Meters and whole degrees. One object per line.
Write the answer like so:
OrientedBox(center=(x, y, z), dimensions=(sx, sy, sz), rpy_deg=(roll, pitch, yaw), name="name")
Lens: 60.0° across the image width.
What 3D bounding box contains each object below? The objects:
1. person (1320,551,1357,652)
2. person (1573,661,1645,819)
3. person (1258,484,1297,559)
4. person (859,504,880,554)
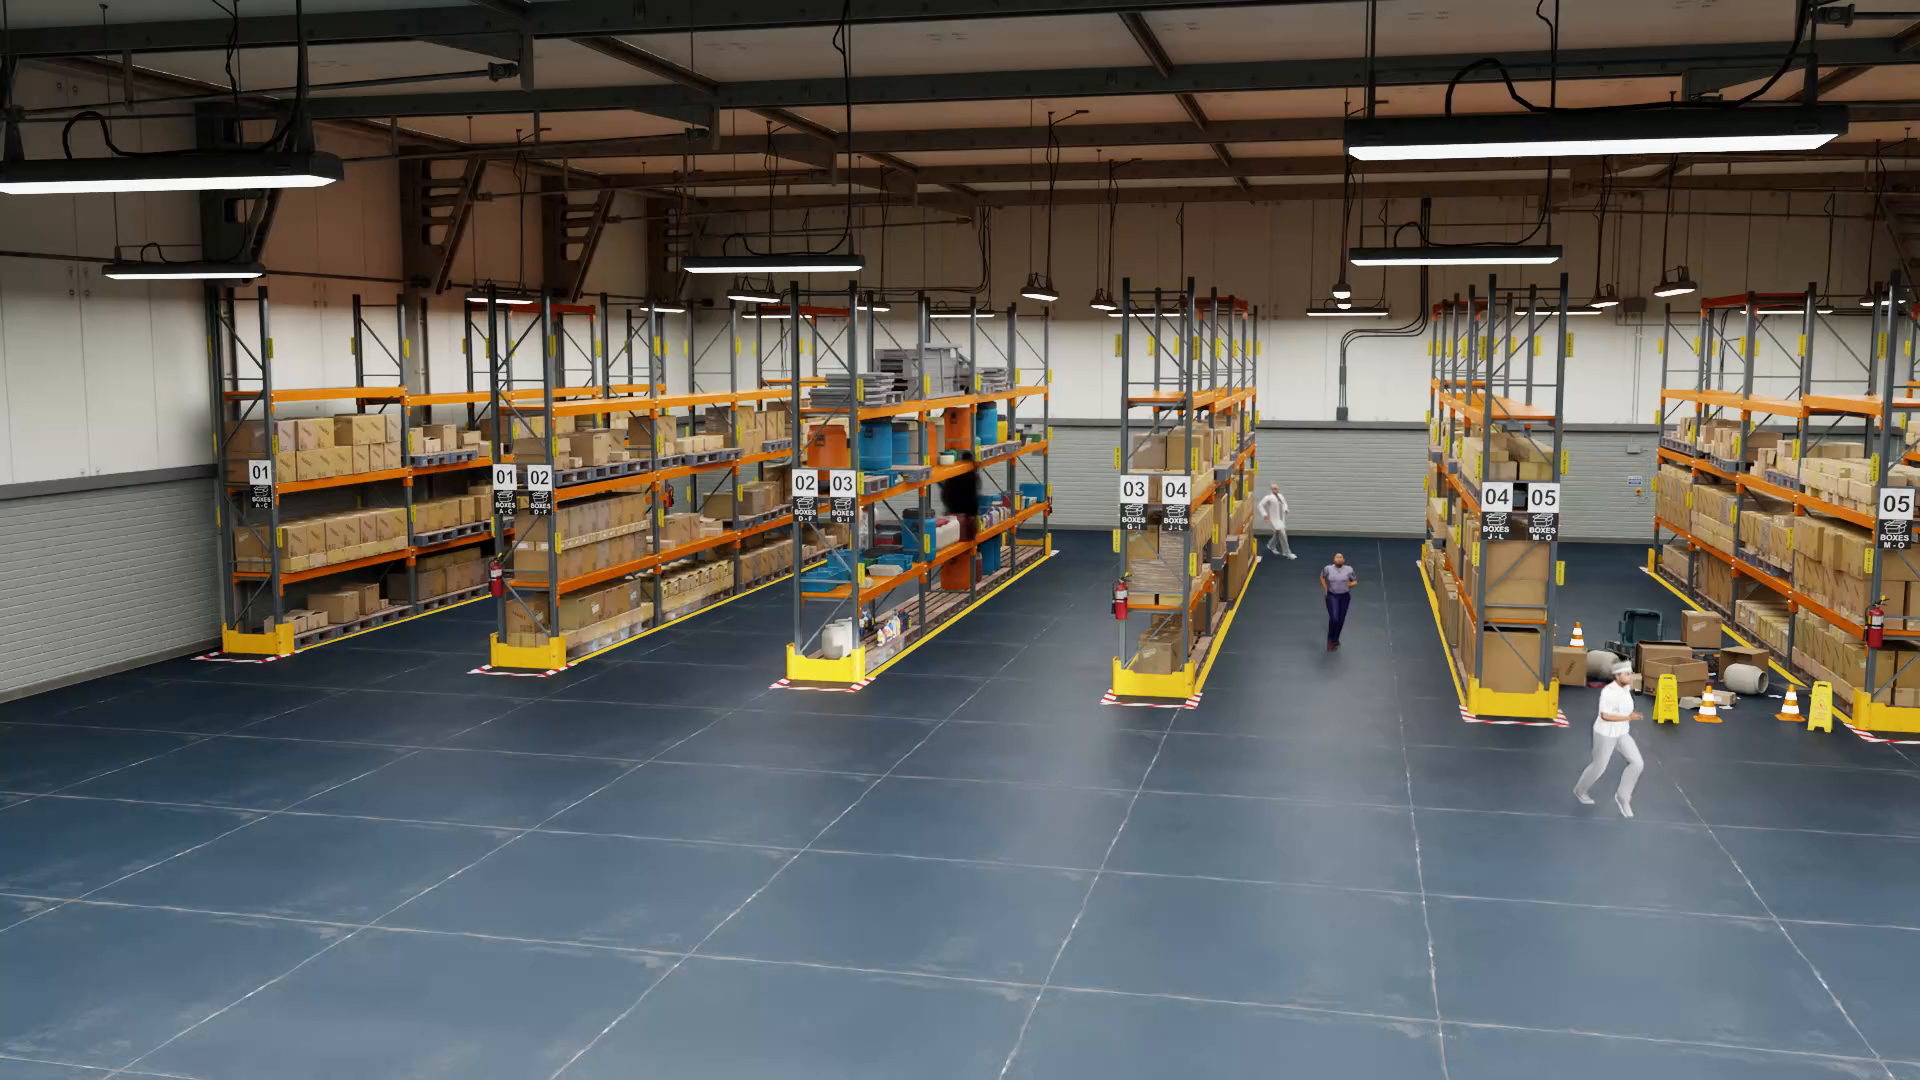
OrientedBox(center=(6.308, 1.075, 27.720), dimensions=(0.560, 1.620, 0.722), rpy_deg=(0, 7, 2), name="person")
OrientedBox(center=(7.020, 2.123, 17.950), dimensions=(0.599, 1.713, 0.829), rpy_deg=(-5, 8, -35), name="person")
OrientedBox(center=(7.597, -0.457, 39.860), dimensions=(0.764, 1.774, 1.015), rpy_deg=(-5, 8, -39), name="person")
OrientedBox(center=(-2.138, -0.140, 37.104), dimensions=(0.726, 1.725, 0.768), rpy_deg=(1, 7, 9), name="person")
